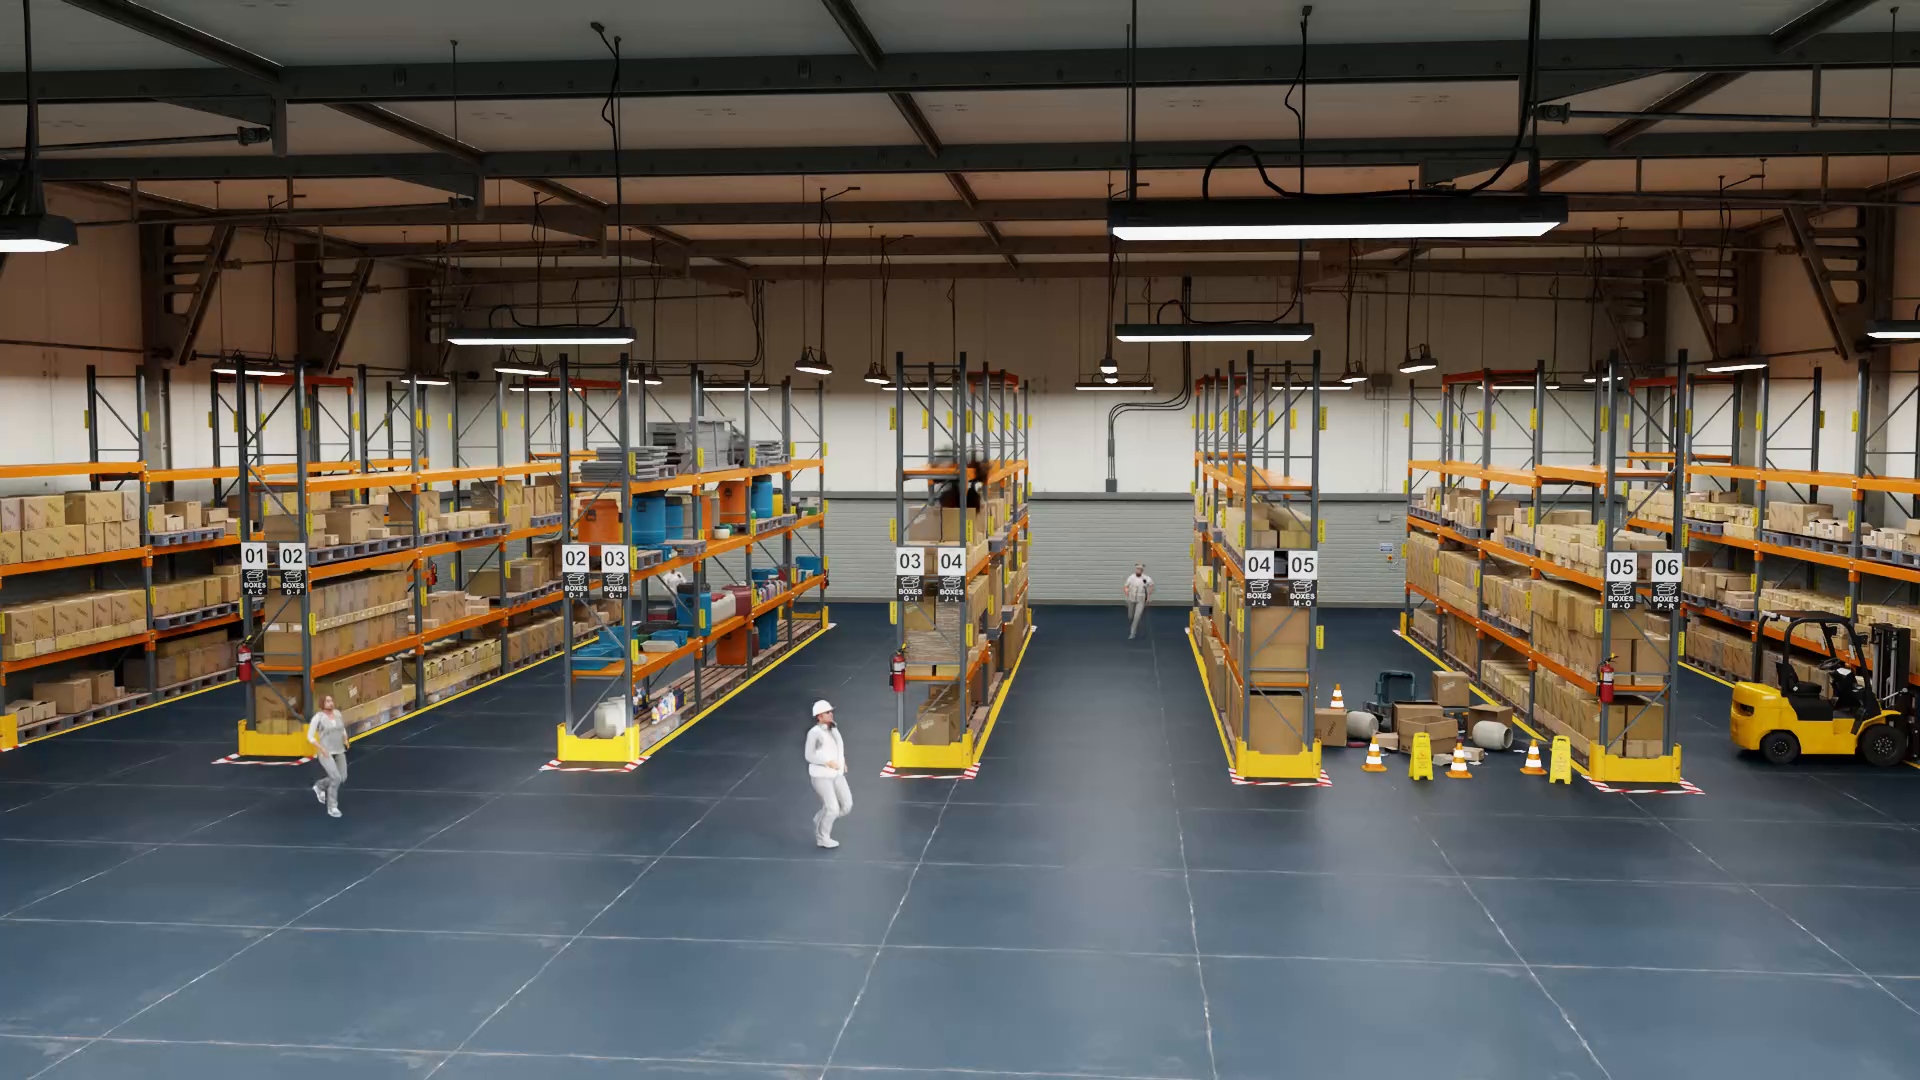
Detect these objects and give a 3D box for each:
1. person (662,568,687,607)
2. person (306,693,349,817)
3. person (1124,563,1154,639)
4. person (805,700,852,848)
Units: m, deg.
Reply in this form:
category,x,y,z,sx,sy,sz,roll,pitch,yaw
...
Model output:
category,x,y,z,sx,sy,sz,roll,pitch,yaw
person,-6.917,1.317,40.553,0.681,1.616,0.518,-1,4,-20
person,-8.071,2.726,21.206,0.532,1.572,0.536,3,5,34
person,4.157,1.403,38.718,0.685,1.753,0.887,1,4,15
person,-1.534,2.748,19.549,0.597,1.724,0.654,3,5,32
